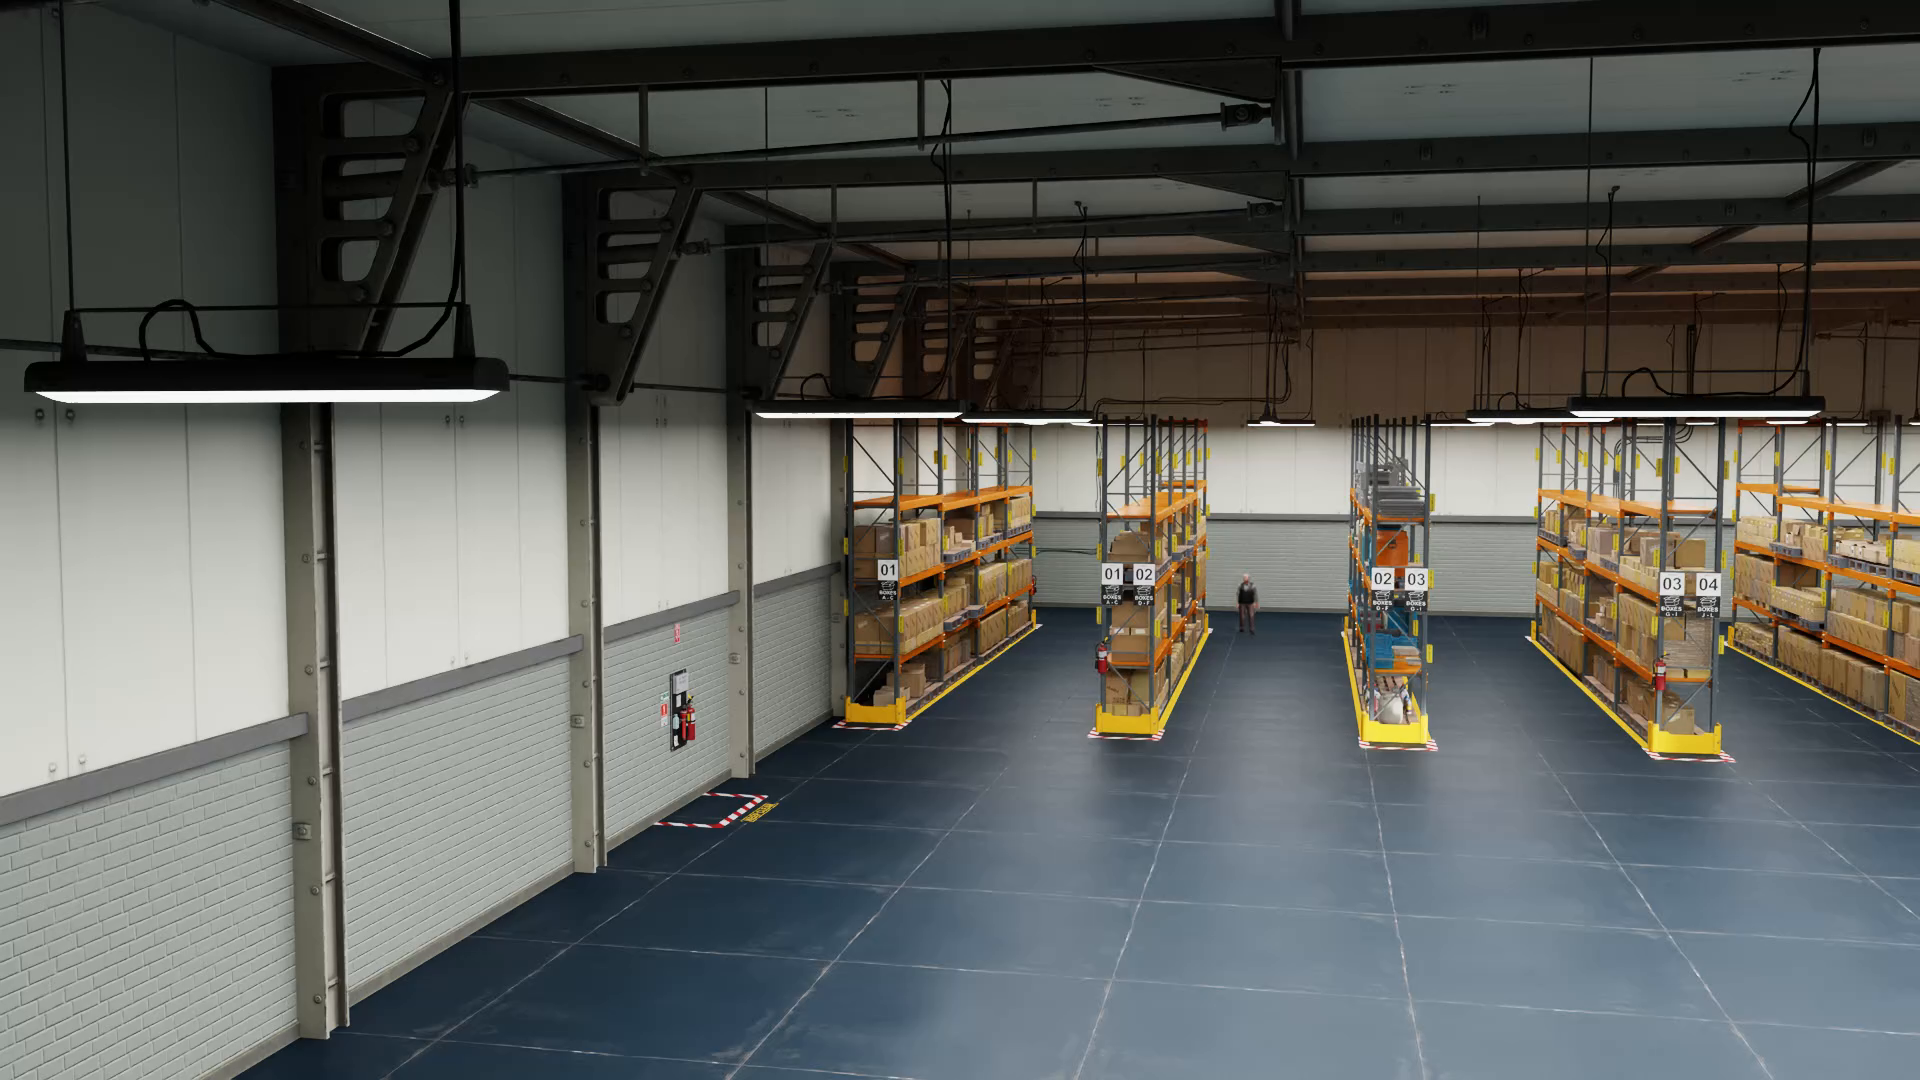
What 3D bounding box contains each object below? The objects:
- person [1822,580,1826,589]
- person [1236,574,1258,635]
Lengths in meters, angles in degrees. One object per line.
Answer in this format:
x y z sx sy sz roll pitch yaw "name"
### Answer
23.539 1.886 45.245 0.908 1.622 0.460 0 4 -5 "person"
8.028 1.786 46.411 0.627 1.671 0.984 0 4 -1 "person"
